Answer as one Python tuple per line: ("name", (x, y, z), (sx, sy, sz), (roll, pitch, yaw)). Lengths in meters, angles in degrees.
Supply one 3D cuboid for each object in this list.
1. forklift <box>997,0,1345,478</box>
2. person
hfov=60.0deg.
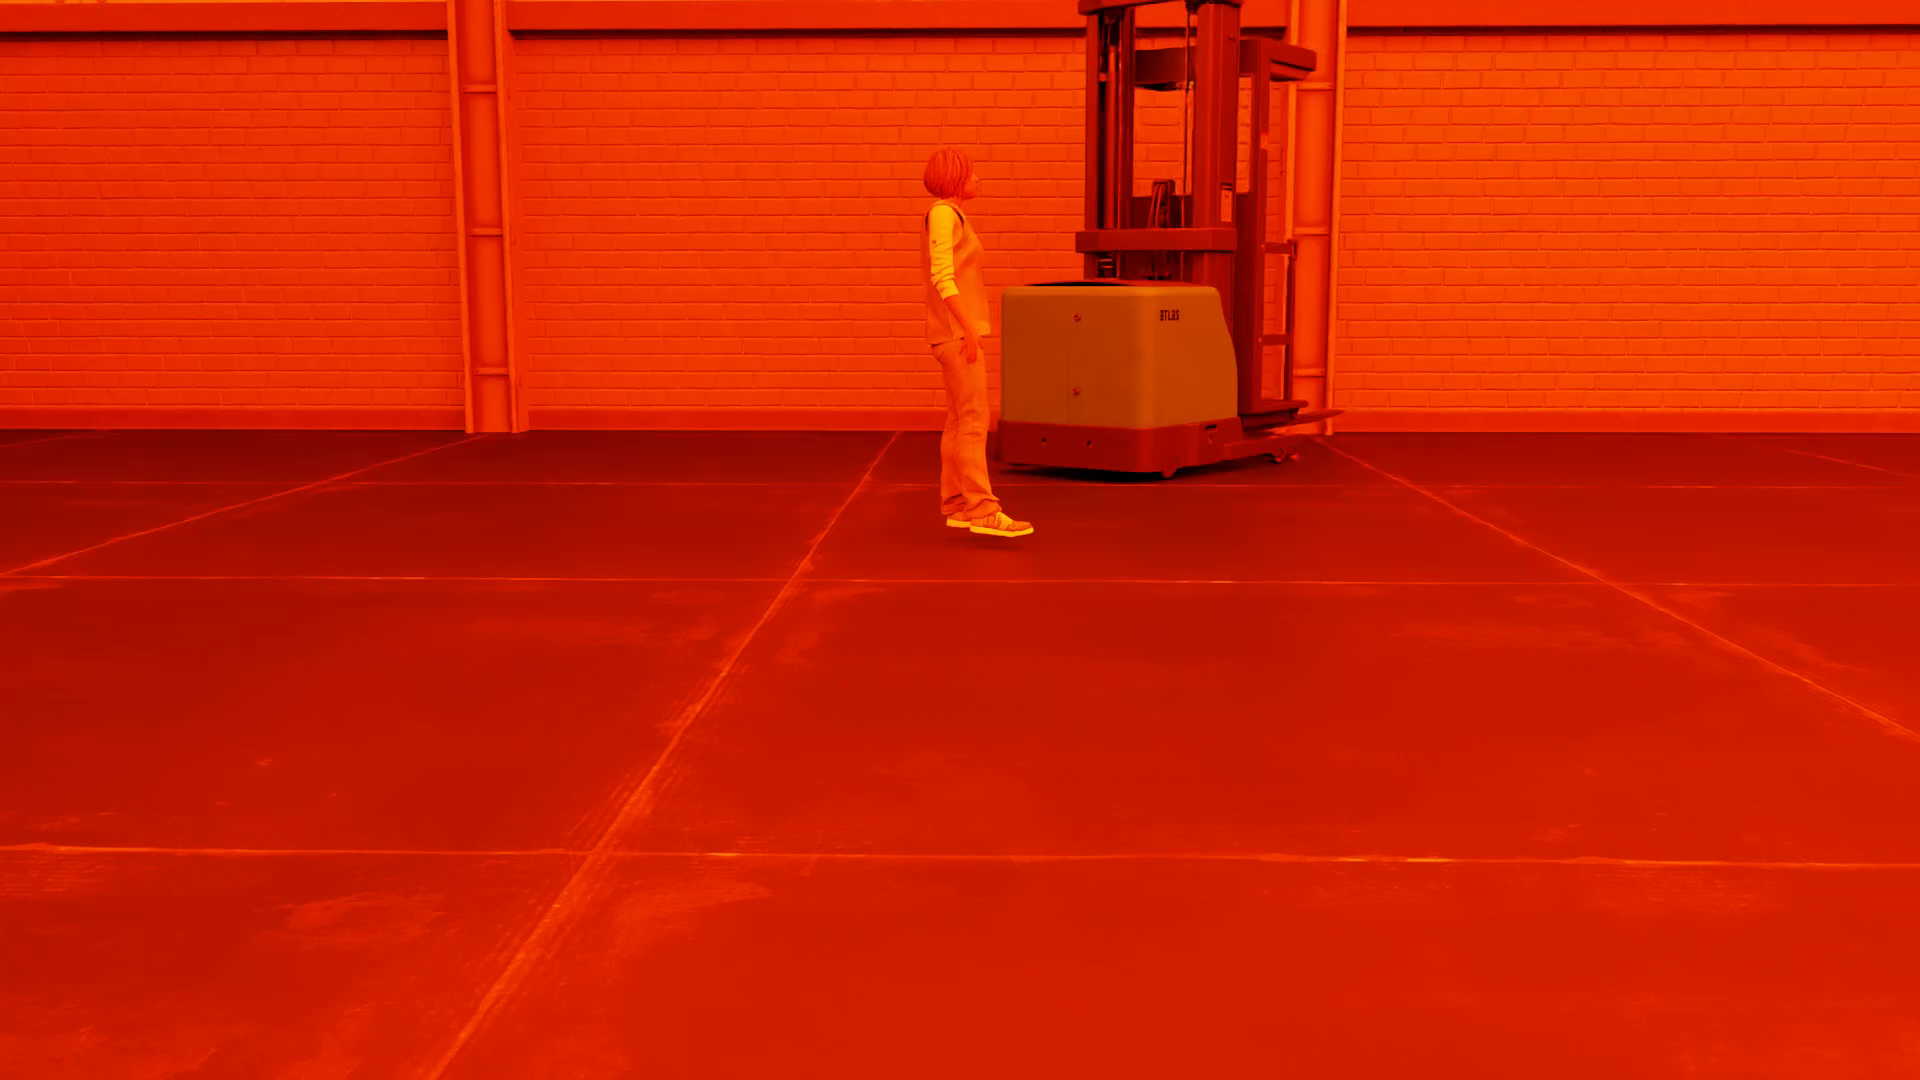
("forklift", (1.495, -1.968, 10.310), (1.130, 2.935, 3.031), (6, 11, 36))
("person", (0.073, -0.834, 6.983), (0.475, 1.597, 0.520), (0, 9, 1))
